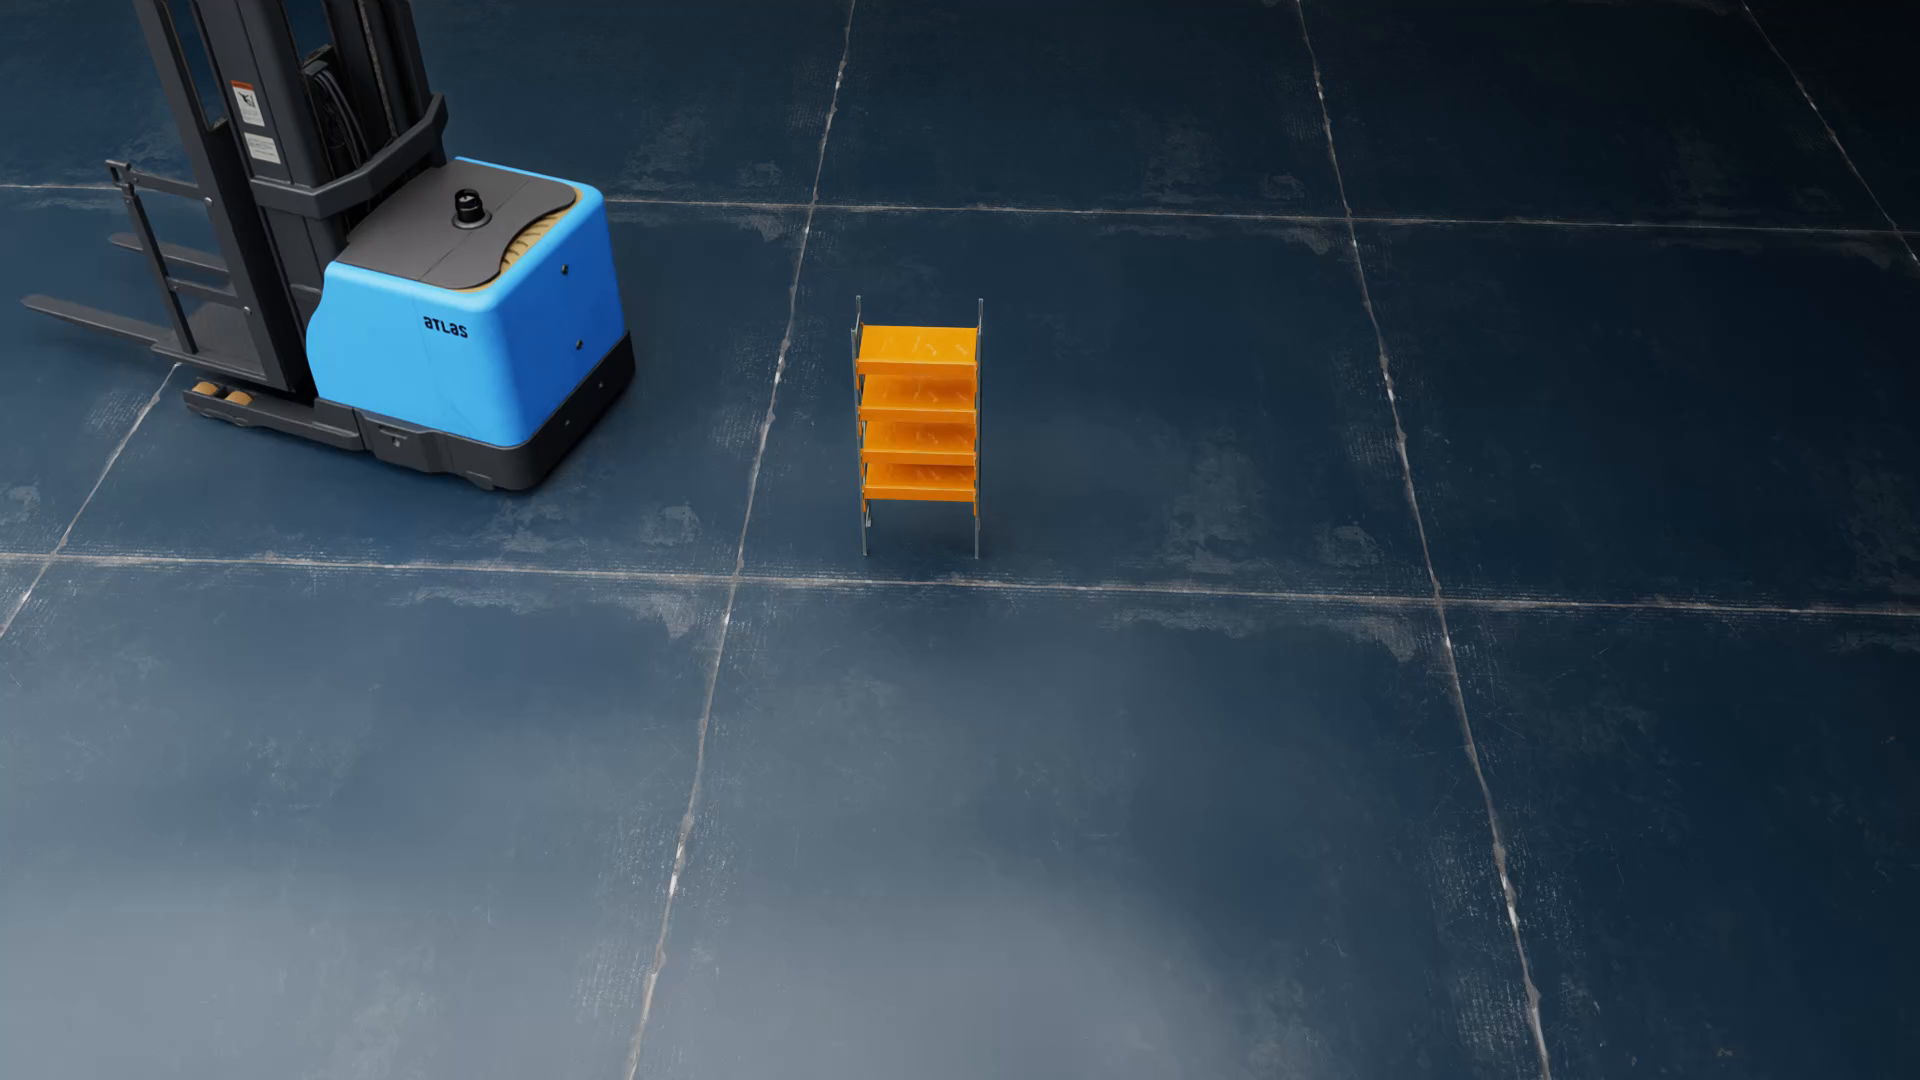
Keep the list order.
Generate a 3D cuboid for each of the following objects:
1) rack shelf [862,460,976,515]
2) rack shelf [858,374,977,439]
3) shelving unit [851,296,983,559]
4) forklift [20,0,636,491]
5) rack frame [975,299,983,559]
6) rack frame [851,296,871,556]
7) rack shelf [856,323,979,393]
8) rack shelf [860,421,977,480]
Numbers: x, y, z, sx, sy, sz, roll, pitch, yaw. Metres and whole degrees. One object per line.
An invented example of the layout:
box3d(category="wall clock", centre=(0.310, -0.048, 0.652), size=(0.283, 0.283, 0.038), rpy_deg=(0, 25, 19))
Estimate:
box3d(category="rack shelf", centre=(-0.165, -0.250, 7.113), size=(0.480, 0.148, 0.258), rpy_deg=(2, 43, 2))
box3d(category="rack shelf", centre=(-0.165, -0.559, 6.825), size=(0.480, 0.148, 0.258), rpy_deg=(2, 43, 2))
box3d(category="shelving unit", centre=(-0.165, -0.444, 6.932), size=(0.503, 1.200, 0.258), rpy_deg=(2, 43, 2))
box3d(category="forklift", centre=(-3.154, -1.932, 7.259), size=(3.031, 2.935, 1.130), rpy_deg=(15, 45, 15))
box3d(category="rack frame", centre=(0.078, -0.437, 6.924), size=(0.015, 1.200, 0.240), rpy_deg=(2, 43, 2))
box3d(category="rack frame", centre=(-0.409, -0.452, 6.940), size=(0.015, 1.200, 0.240), rpy_deg=(2, 43, 2))
box3d(category="rack shelf", centre=(-0.165, -0.732, 6.664), size=(0.480, 0.148, 0.258), rpy_deg=(2, 43, 2))
box3d(category="rack shelf", centre=(-0.165, -0.395, 6.978), size=(0.480, 0.148, 0.258), rpy_deg=(2, 43, 2))
